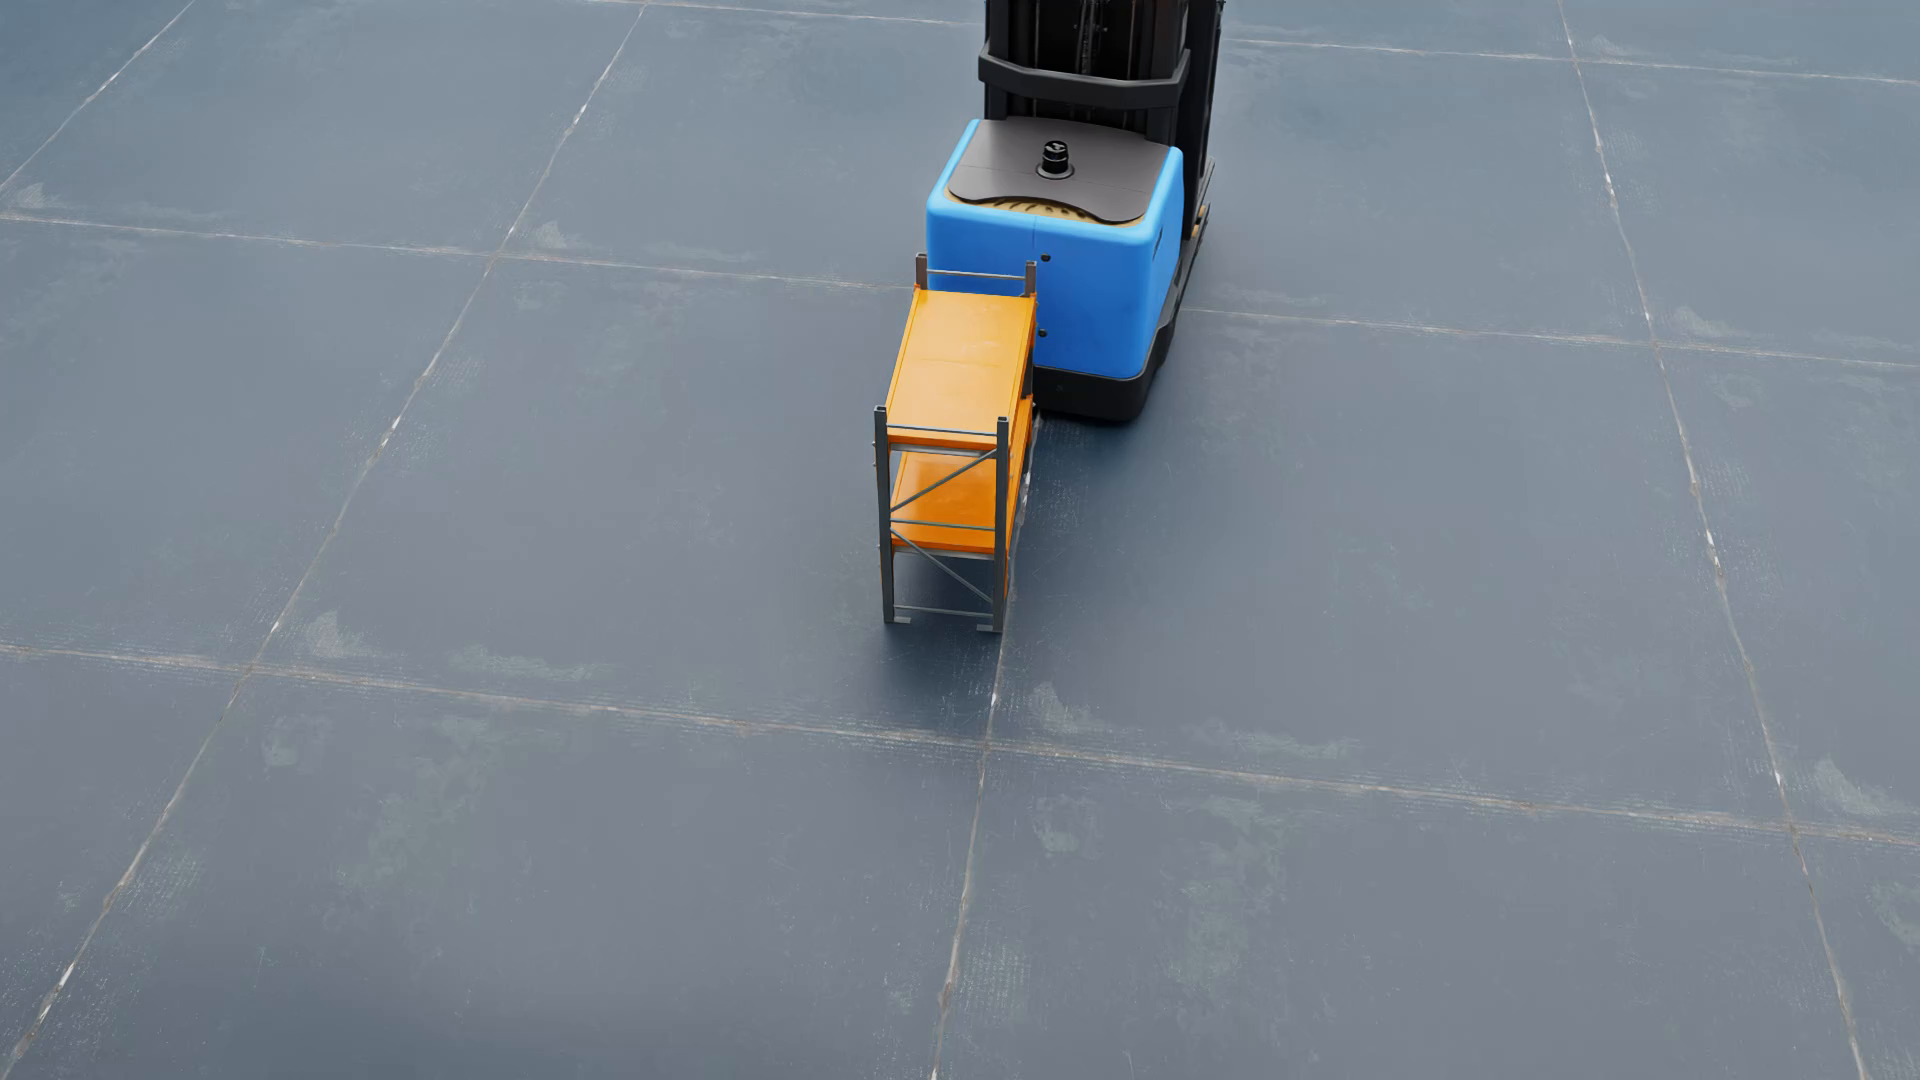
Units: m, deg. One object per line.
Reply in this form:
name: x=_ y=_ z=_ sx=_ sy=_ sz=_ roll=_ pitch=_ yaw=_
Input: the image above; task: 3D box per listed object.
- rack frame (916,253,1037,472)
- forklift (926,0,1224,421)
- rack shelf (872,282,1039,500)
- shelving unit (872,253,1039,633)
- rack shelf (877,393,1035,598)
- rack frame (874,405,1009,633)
rack frame: x=0.066 y=-0.750 z=7.246 sx=0.500 sy=1.125 sz=0.032 roll=5 pitch=44 yaw=6
forklift: x=0.723 y=-2.648 z=7.937 sx=1.130 sy=2.935 sz=3.031 roll=11 pitch=45 yaw=11
rack shelf: x=-0.001 y=-0.616 z=6.679 sx=0.538 sy=0.278 sz=1.000 roll=5 pitch=44 yaw=6
shelving unit: x=-0.001 y=-0.404 z=6.881 sx=0.538 sy=1.125 sz=1.048 roll=5 pitch=44 yaw=6
rack shelf: x=-0.001 y=-0.226 z=7.049 sx=0.538 sy=0.278 sz=1.000 roll=5 pitch=44 yaw=6
rack frame: x=-0.068 y=-0.057 z=6.515 sx=0.500 sy=1.125 sz=0.032 roll=5 pitch=44 yaw=6
